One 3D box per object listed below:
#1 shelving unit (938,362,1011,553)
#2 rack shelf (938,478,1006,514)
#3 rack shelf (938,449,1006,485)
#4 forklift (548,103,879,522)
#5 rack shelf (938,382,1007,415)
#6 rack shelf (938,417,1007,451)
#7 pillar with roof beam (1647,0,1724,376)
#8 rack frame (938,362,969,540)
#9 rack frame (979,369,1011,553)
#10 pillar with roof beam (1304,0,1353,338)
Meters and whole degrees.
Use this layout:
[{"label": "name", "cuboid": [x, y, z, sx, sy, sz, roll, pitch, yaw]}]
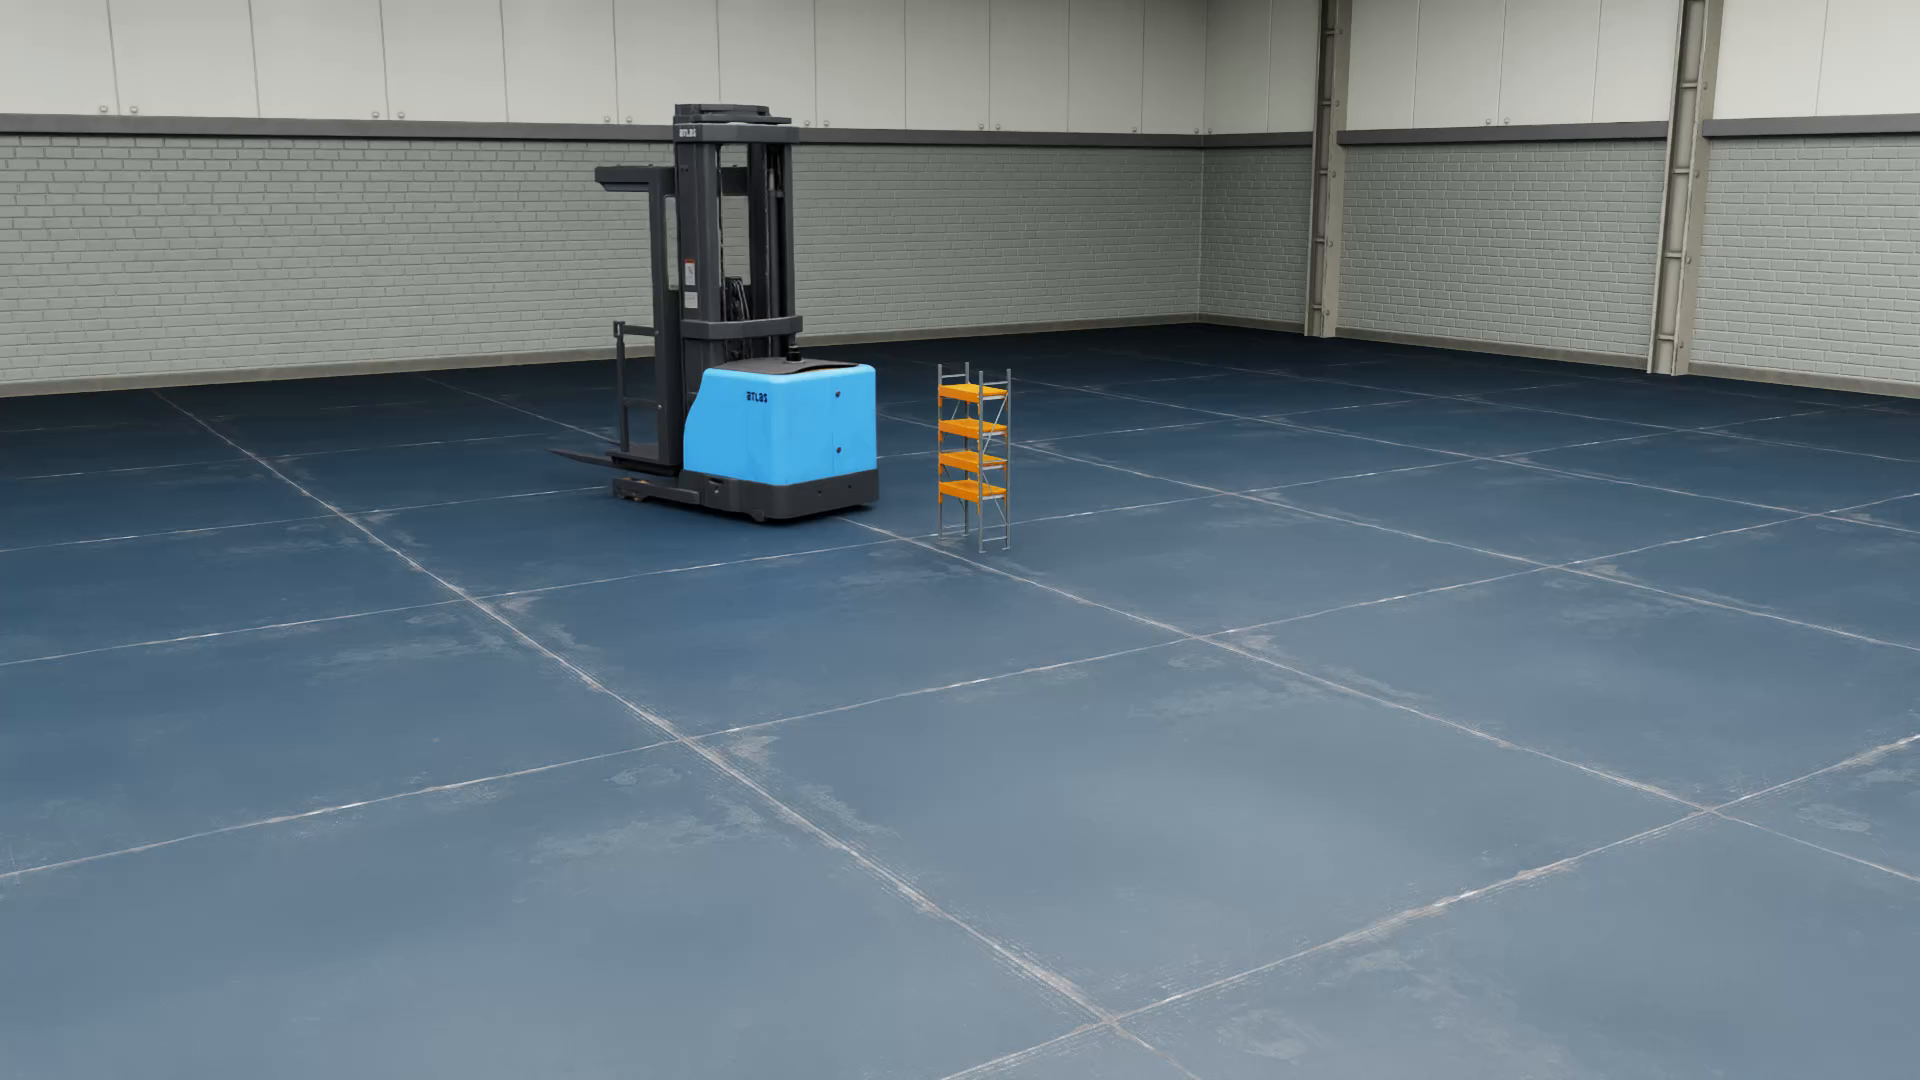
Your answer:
[{"label": "shelving unit", "cuboid": [0.092, -0.557, 11.099, 0.258, 1.200, 0.503, -8, 15, -33]}, {"label": "rack shelf", "cuboid": [0.092, -0.297, 11.156, 0.258, 0.148, 0.480, -8, 15, -33]}, {"label": "rack shelf", "cuboid": [0.092, -0.491, 11.113, 0.258, 0.148, 0.480, -8, 15, -33]}, {"label": "forklift", "cuboid": [-2.045, -1.797, 12.717, 3.031, 2.935, 1.130, 11, 16, 40]}, {"label": "rack shelf", "cuboid": [0.092, -0.941, 11.015, 0.258, 0.148, 0.480, -8, 15, -33]}, {"label": "rack shelf", "cuboid": [0.092, -0.710, 11.066, 0.258, 0.148, 0.480, -8, 15, -33]}, {"label": "pillar with roof beam", "cuboid": [5.341, -5.988, 17.679, 9.100, 9.000, 0.400, -8, 15, -33]}, {"label": "rack frame", "cuboid": [-0.043, -0.600, 11.297, 0.240, 1.200, 0.015, -8, 15, -33]}, {"label": "rack frame", "cuboid": [0.227, -0.513, 10.901, 0.240, 1.200, 0.015, -8, 15, -33]}, {"label": "pillar with roof beam", "cuboid": [2.016, -7.055, 22.559, 9.100, 9.000, 0.400, -8, 15, -33]}]
